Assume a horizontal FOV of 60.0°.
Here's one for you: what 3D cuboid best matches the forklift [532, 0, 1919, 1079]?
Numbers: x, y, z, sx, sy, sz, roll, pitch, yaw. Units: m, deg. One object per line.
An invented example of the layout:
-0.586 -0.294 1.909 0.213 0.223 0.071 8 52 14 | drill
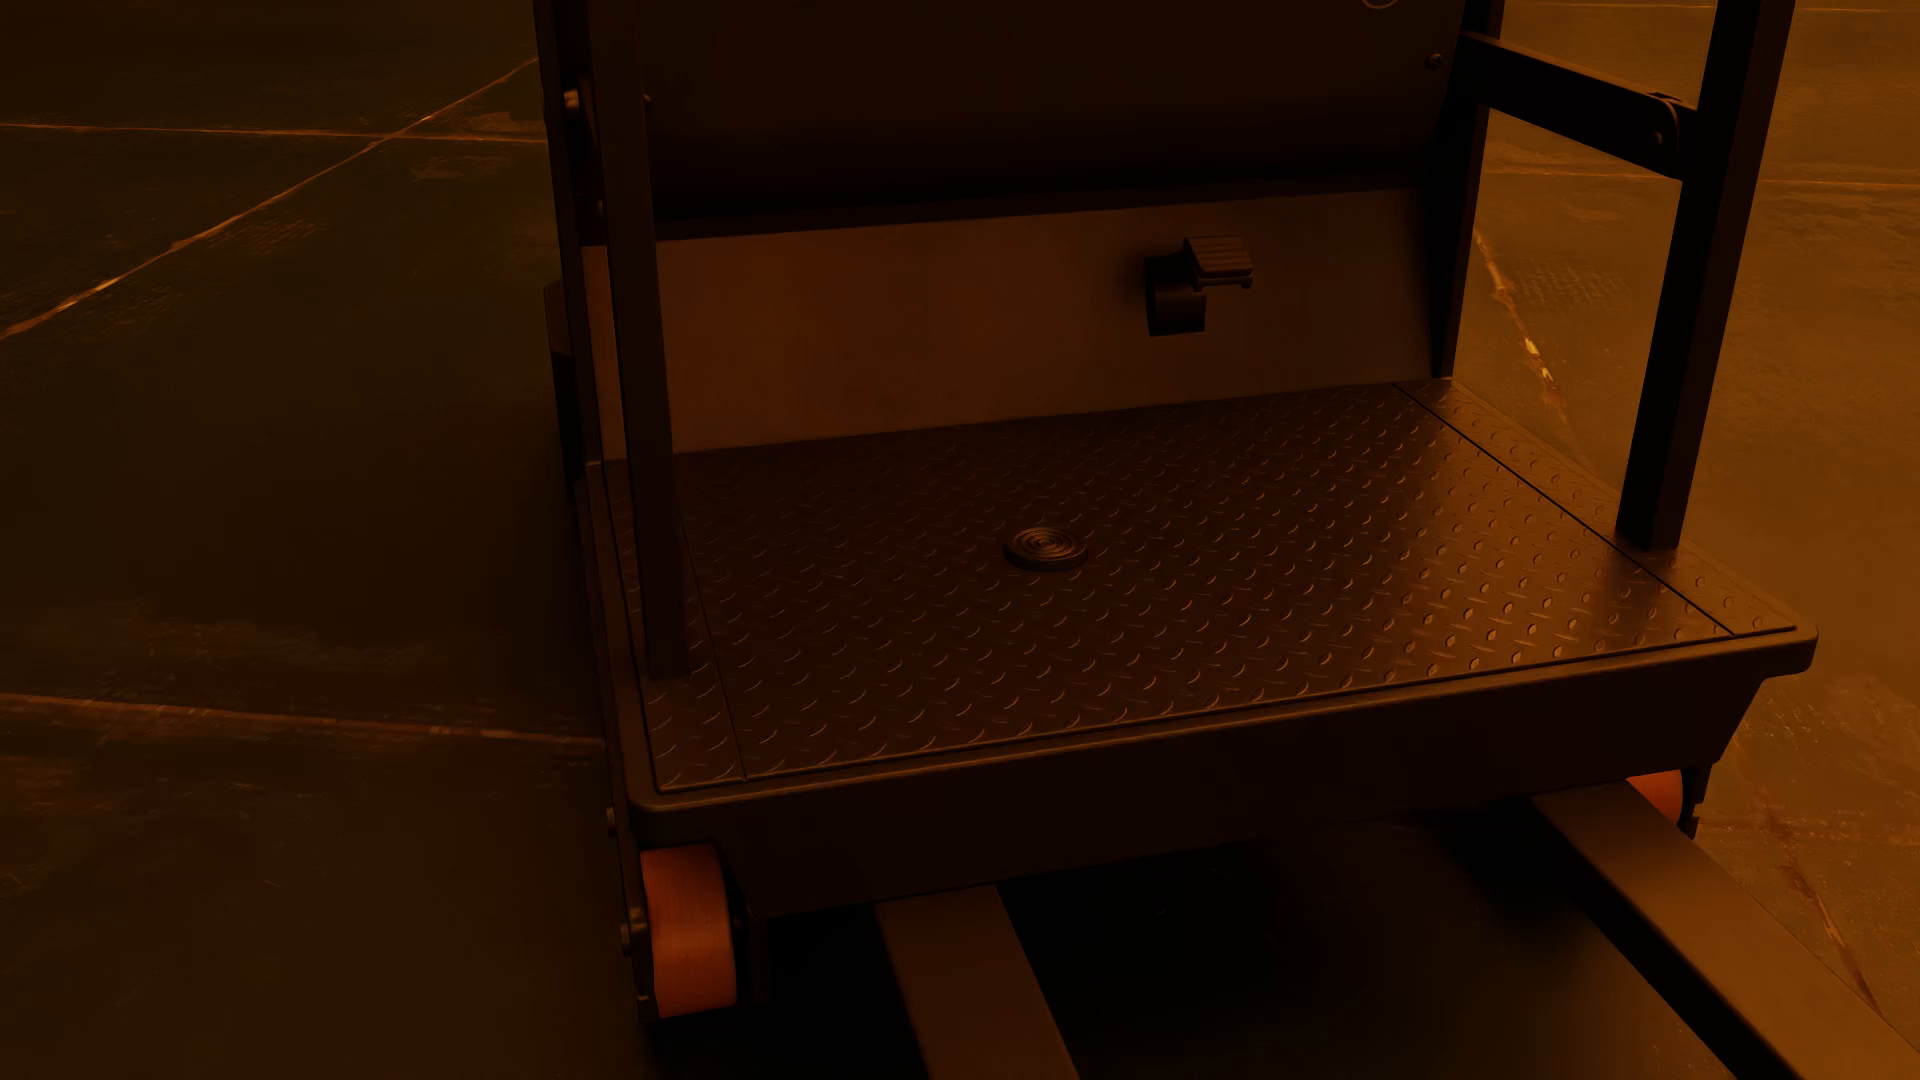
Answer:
0.153 -1.049 1.319 1.130 2.935 3.031 -7 27 -13 | forklift
